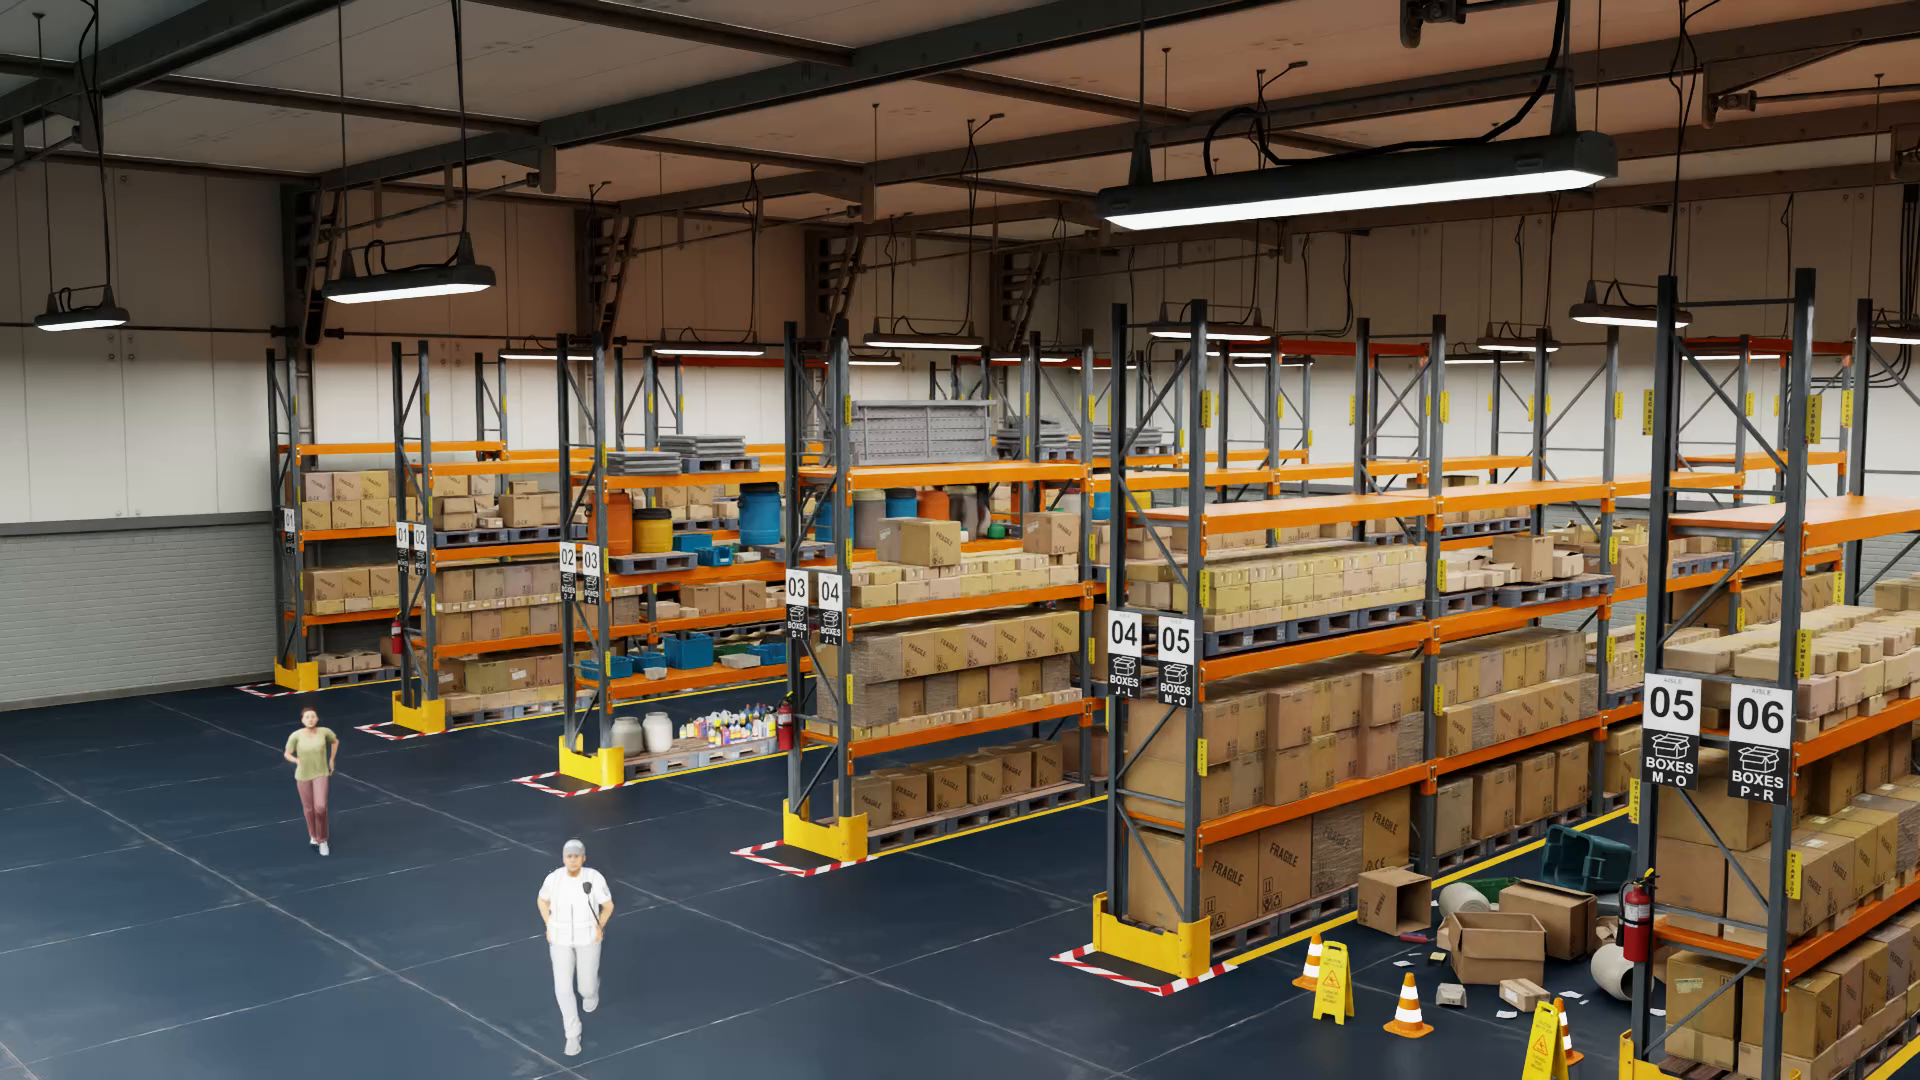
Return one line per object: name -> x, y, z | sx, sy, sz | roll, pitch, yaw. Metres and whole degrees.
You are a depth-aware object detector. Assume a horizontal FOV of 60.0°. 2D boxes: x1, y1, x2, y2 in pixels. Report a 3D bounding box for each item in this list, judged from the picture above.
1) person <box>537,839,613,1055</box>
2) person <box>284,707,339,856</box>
person -> -3.090, 3.211, 13.361 | 0.607, 1.651, 0.745 | -1, 5, -8
person -> -7.329, 2.721, 18.803 | 0.563, 1.703, 0.697 | -1, 5, -16
